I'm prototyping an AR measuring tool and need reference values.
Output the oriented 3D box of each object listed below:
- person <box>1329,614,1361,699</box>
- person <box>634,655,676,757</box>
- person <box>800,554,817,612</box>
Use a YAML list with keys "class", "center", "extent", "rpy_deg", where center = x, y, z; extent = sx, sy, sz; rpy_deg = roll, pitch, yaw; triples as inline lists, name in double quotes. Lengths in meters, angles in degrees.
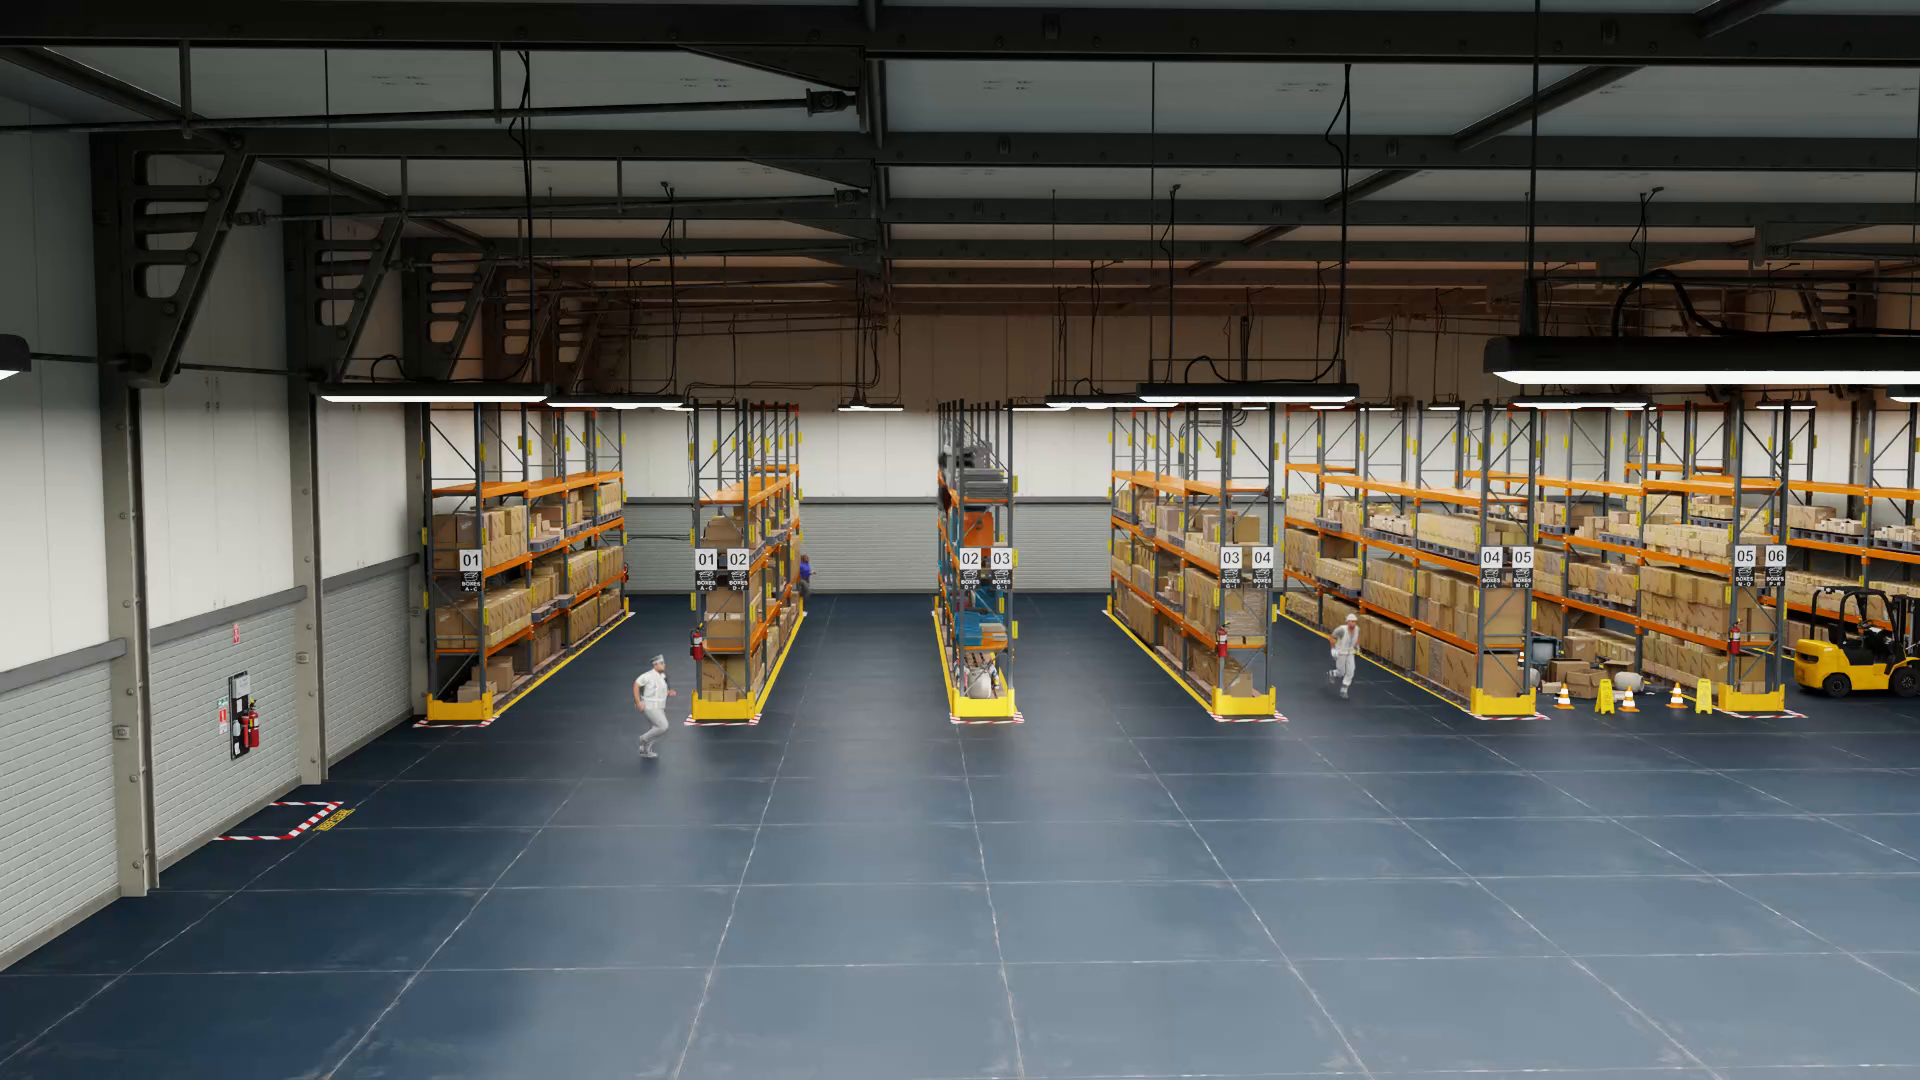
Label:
- class: "person"
  center: [7.785, 2.328, 33.741]
  extent: [0.657, 1.720, 0.894]
  rpy_deg: [-2, 5, -23]
- class: "person"
  center: [-5.031, 2.755, 27.566]
  extent: [0.676, 1.717, 0.654]
  rpy_deg: [1, 5, 16]
- class: "person"
  center: [-4.516, 1.260, 48.184]
  extent: [0.764, 1.691, 0.574]
  rpy_deg: [2, 5, 26]
